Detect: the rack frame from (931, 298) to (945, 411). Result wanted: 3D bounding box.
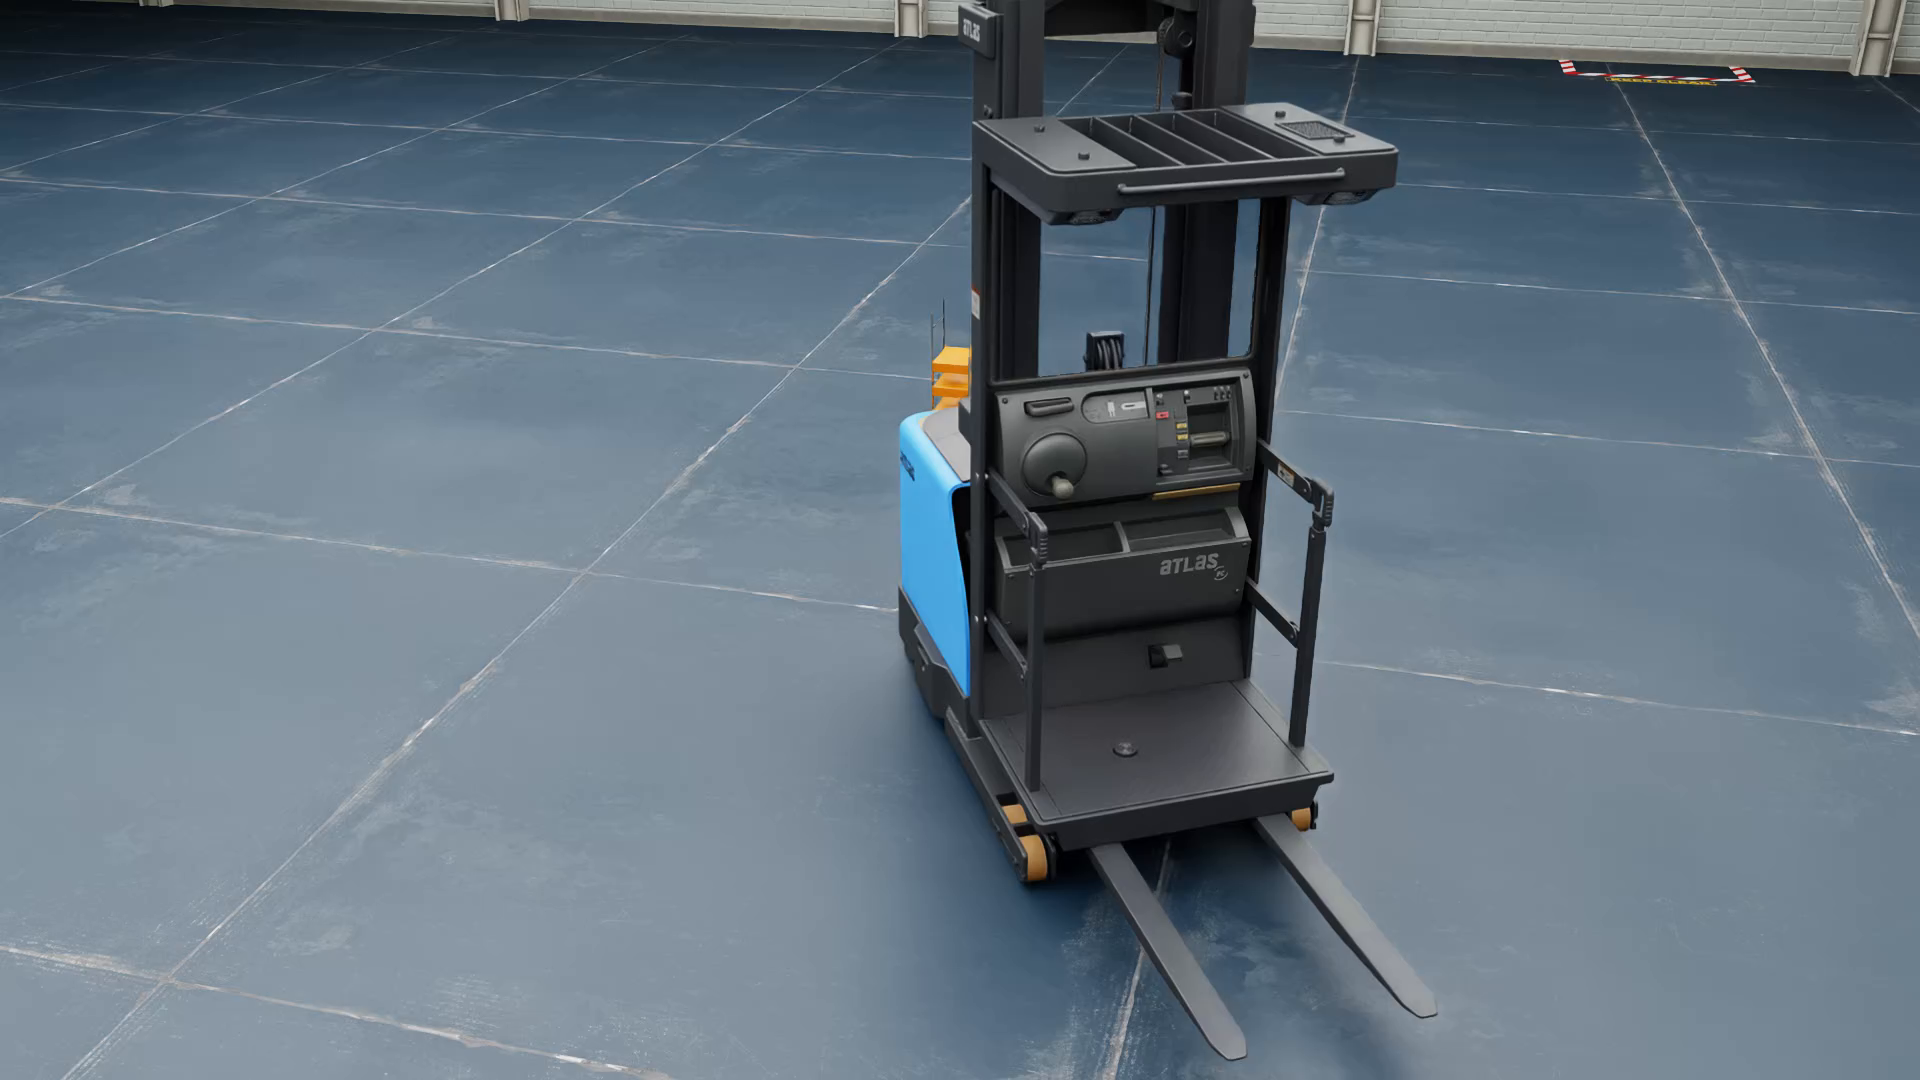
[{"bbox_3d":[-0.103,-0.553,8.016,0.006,1.200,0.240,6,26,13],"label":"rack frame"}]

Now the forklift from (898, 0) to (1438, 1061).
[{"bbox_3d":[0.643,-0.327,5.527,1.130,2.935,3.031,-7,26,-15],"label":"forklift"}]

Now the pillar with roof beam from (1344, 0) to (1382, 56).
[{"bbox_3d":[4.076,-8.534,15.706,0.400,9.000,9.100,6,26,13],"label":"pillar with roof beam"}]

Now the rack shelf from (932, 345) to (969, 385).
[{"bbox_3d":[-0.014,-0.828,7.860,0.180,0.103,0.258,6,26,13],"label":"rack shelf"}]

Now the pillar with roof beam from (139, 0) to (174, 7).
[{"bbox_3d":[-13.357,-10.461,19.754,0.400,9.000,9.100,6,26,13],"label":"pillar with roof beam"}]

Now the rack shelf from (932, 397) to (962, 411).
[{"bbox_3d":[-0.014,-0.612,7.963,0.180,0.103,0.258,6,26,13],"label":"rack shelf"}]

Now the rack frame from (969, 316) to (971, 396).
[{"bbox_3d":[0.075,-0.533,7.975,0.006,1.200,0.240,6,26,13],"label":"rack frame"}]

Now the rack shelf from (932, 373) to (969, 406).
[{"bbox_3d":[-0.014,-0.720,7.911,0.180,0.103,0.258,6,26,13],"label":"rack shelf"}]

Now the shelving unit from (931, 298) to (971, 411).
[{"bbox_3d":[-0.014,-0.543,7.995,0.189,1.200,0.258,6,26,13],"label":"shelving unit"}]

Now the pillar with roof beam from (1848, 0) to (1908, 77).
[{"bbox_3d":[9.887,-7.891,14.357,0.400,9.000,9.100,6,26,13],"label":"pillar with roof beam"}]

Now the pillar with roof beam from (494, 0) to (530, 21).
[{"bbox_3d":[-7.546,-9.818,18.404,0.400,9.000,9.100,6,26,13],"label":"pillar with roof beam"}]

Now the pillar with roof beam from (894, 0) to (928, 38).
[{"bbox_3d":[-1.735,-9.176,17.055,0.400,9.000,9.100,6,26,13],"label":"pillar with roof beam"}]
